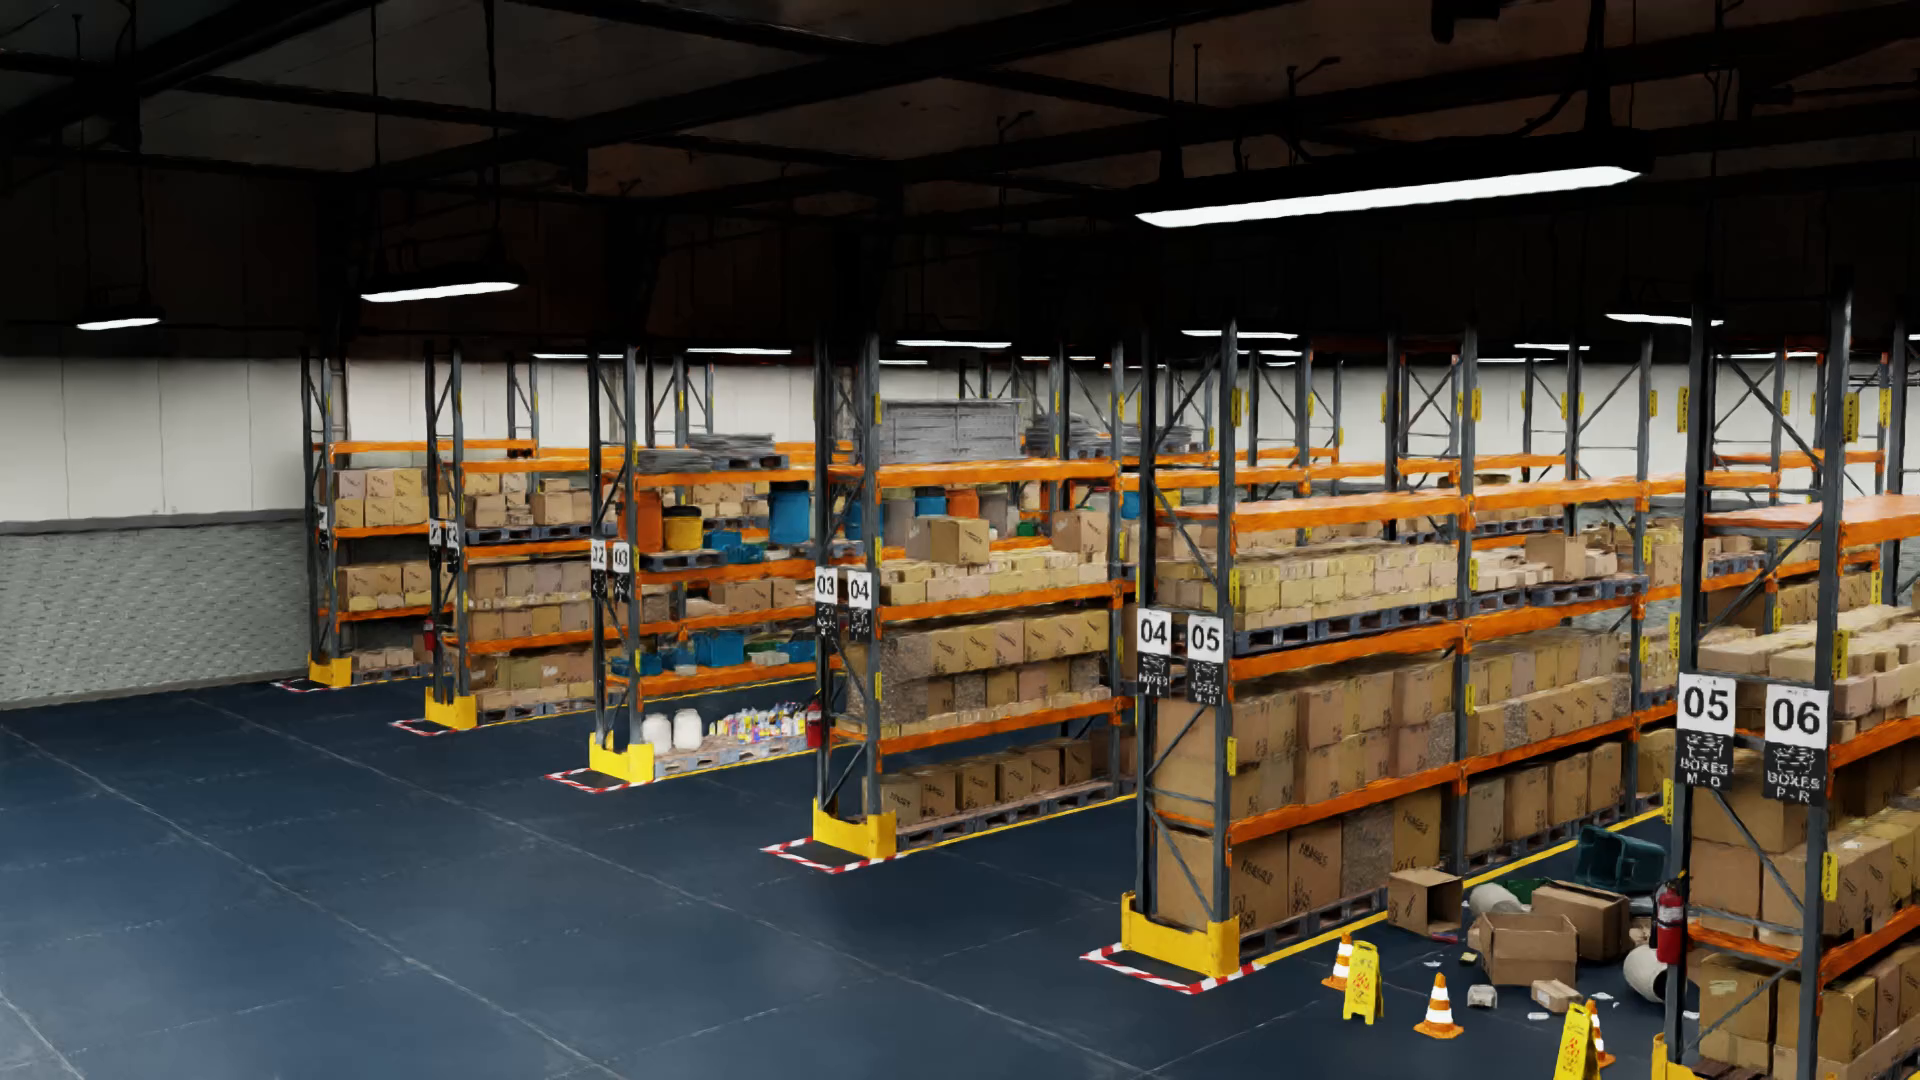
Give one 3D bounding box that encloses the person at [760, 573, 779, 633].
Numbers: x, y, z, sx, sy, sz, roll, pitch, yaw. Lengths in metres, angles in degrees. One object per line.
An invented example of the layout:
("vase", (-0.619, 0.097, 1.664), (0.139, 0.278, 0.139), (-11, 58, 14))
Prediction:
("person", (-3.984, 1.336, 34.147), (0.448, 1.622, 0.996), (4, 6, 39))
